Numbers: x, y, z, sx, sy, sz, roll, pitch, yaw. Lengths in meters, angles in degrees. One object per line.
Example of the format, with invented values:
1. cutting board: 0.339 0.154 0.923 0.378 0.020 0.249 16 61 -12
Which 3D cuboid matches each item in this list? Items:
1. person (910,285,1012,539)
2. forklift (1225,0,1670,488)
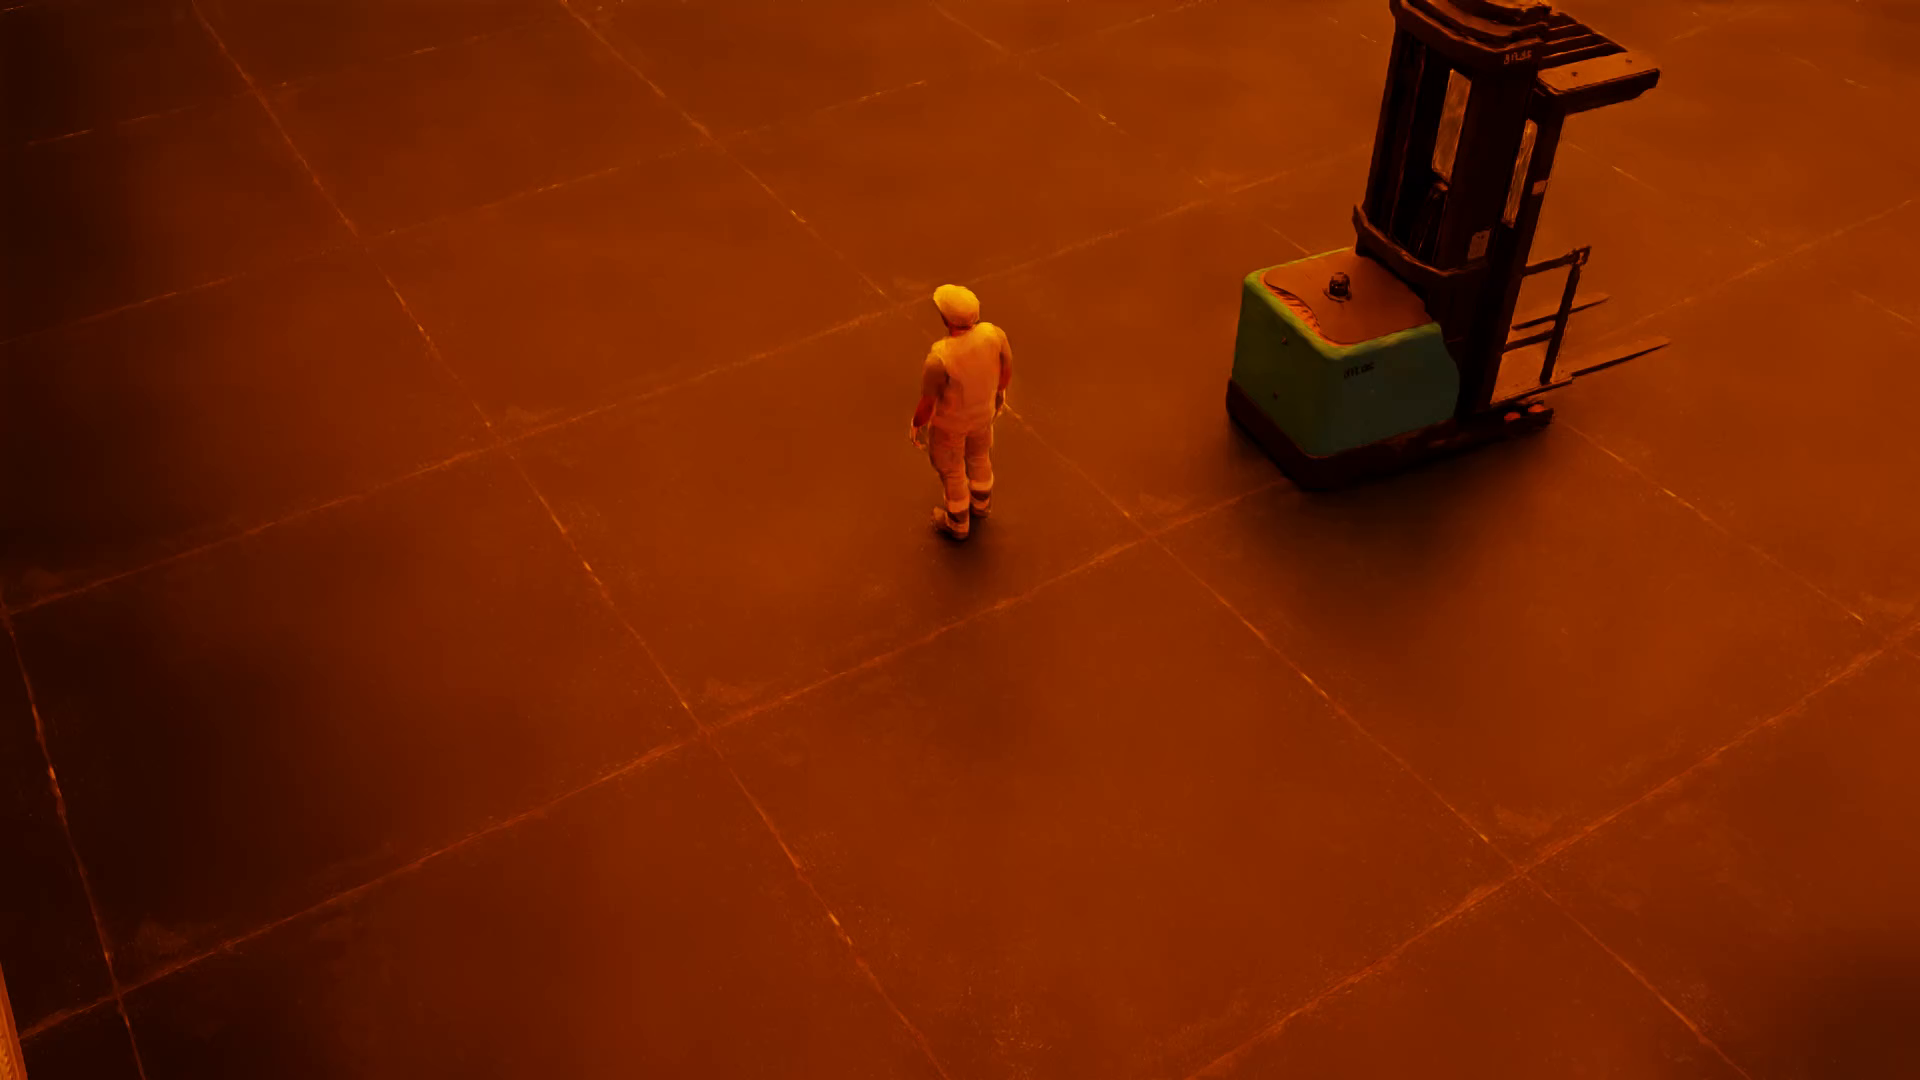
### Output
1. person: -0.034 -0.757 9.534 0.637 1.787 0.563 -23 46 -24
2. forklift: 3.319 -2.075 10.246 3.031 2.935 1.130 -17 44 -18
